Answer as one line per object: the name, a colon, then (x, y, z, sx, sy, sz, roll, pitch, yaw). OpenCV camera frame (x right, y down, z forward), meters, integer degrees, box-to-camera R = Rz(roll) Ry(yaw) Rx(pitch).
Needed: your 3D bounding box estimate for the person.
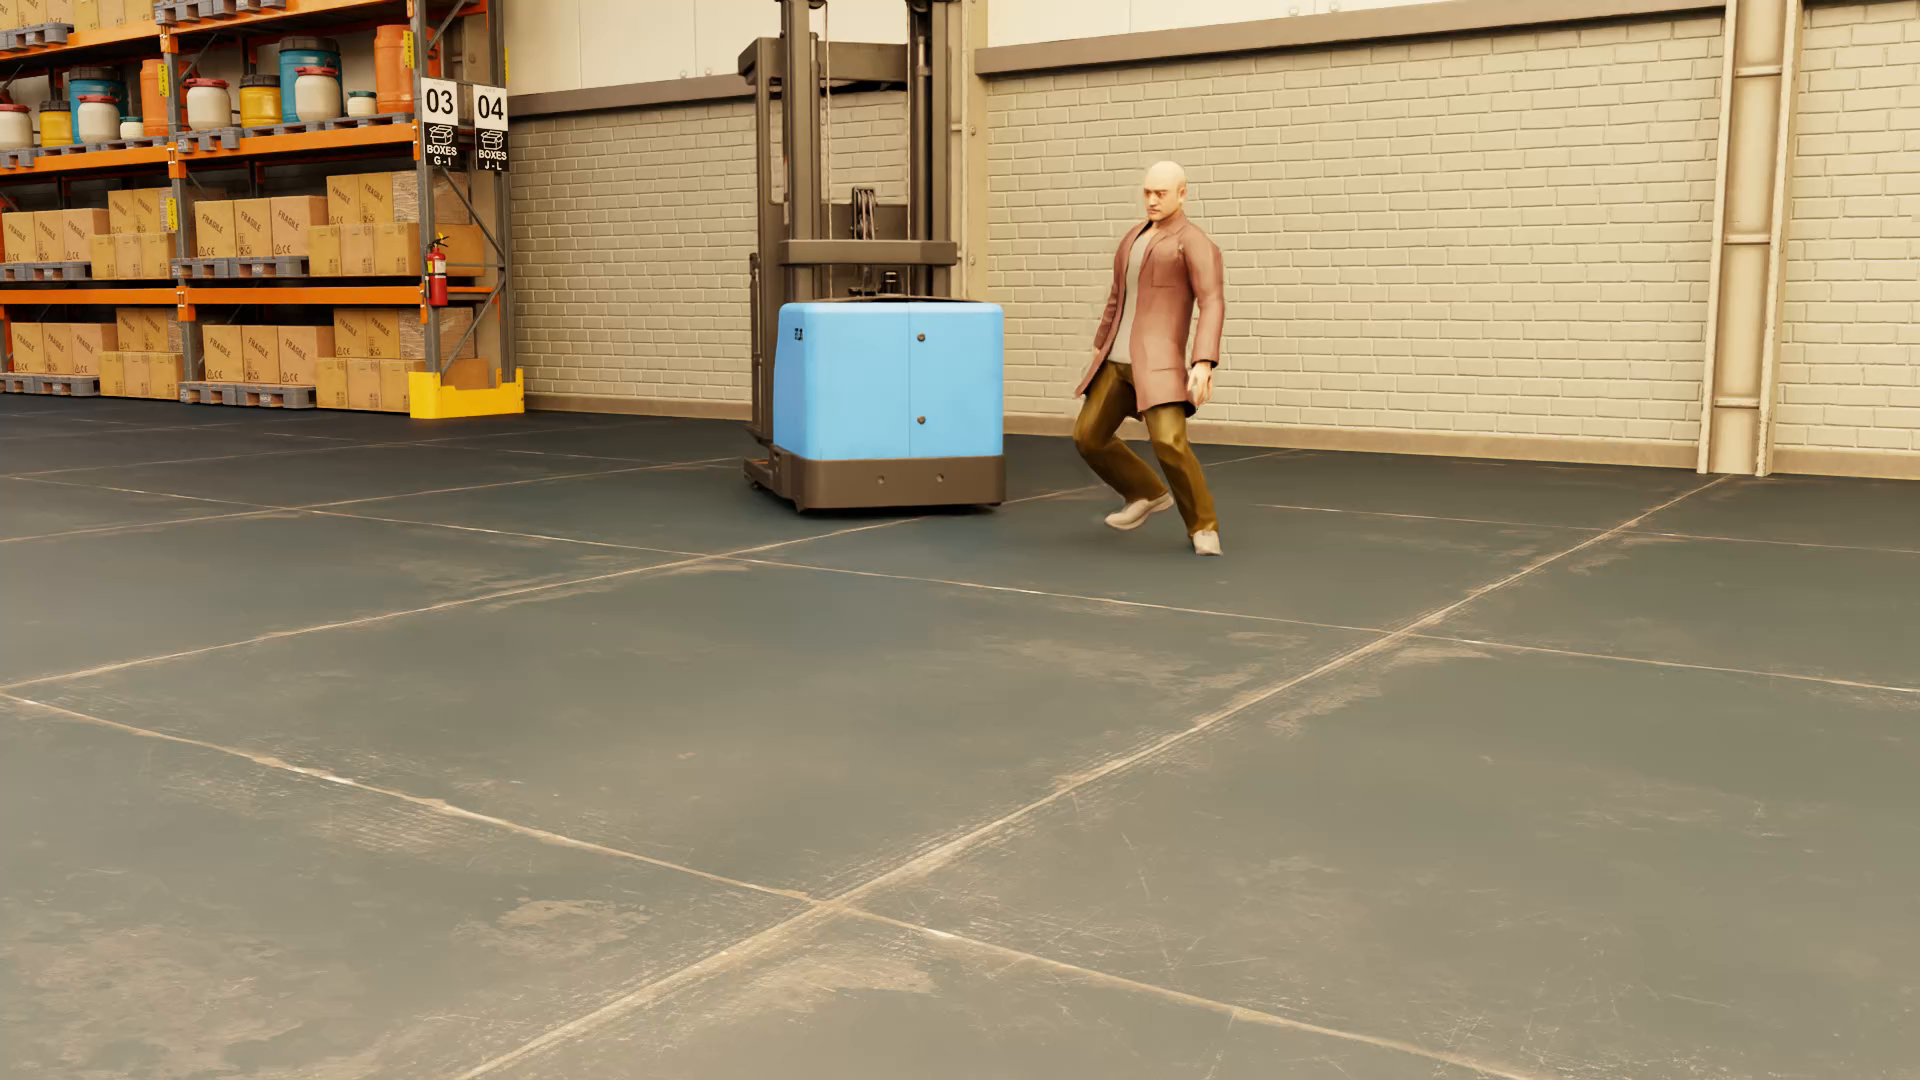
person: (0.840, -0.813, 7.384, 0.577, 1.687, 0.939, -5, 9, -30)

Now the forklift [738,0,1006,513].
forklift: (-0.654, -1.755, 9.533, 1.130, 2.935, 3.031, -2, 8, -16)
